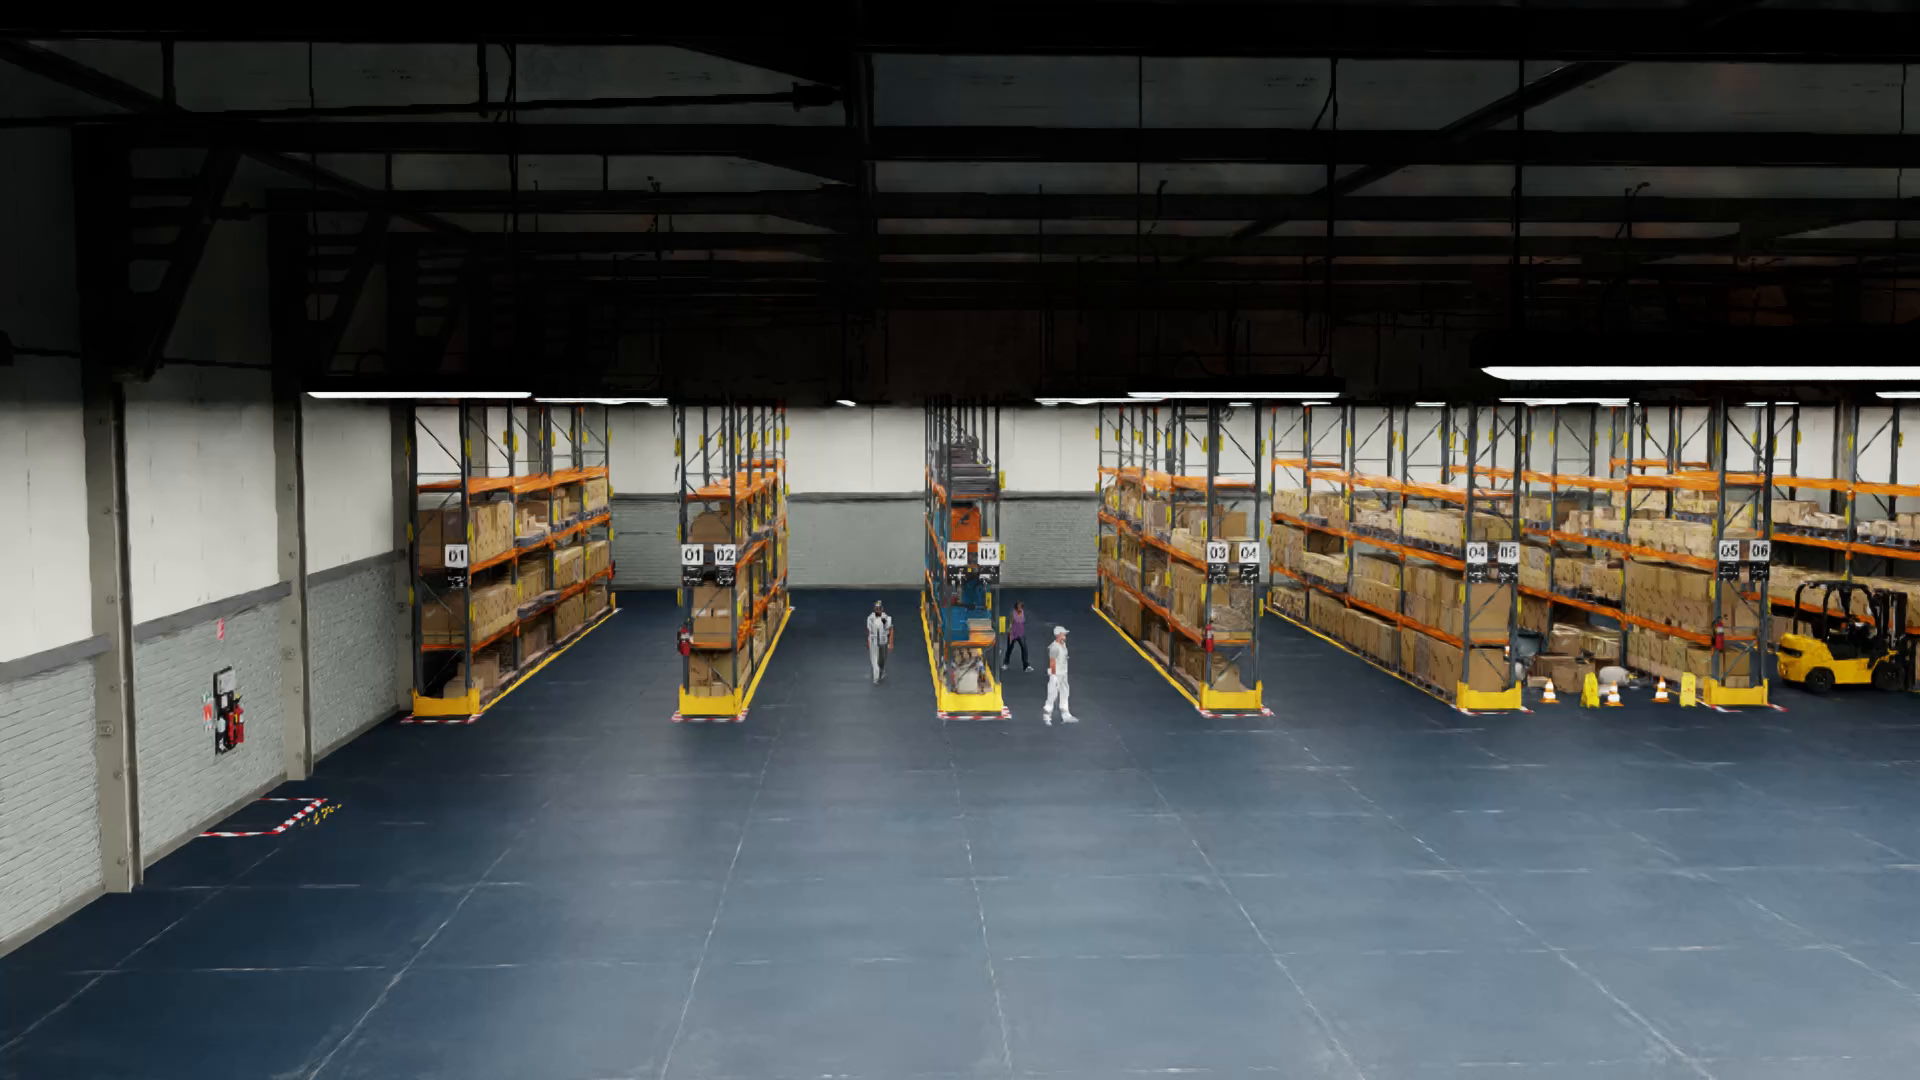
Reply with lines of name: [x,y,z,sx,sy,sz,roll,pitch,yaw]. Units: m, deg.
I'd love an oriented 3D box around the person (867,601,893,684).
person: [-1.673,2.116,34.776,0.554,1.716,1.032,0,5,-4]

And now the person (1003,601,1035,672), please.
person: [1.267,2.087,36.229,0.450,1.540,0.864,-3,5,-29]

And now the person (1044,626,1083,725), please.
person: [1.849,2.438,30.105,0.578,1.779,0.700,2,5,27]

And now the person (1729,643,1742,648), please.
person: [16.594,2.009,35.679,0.587,1.764,0.665,3,5,34]
